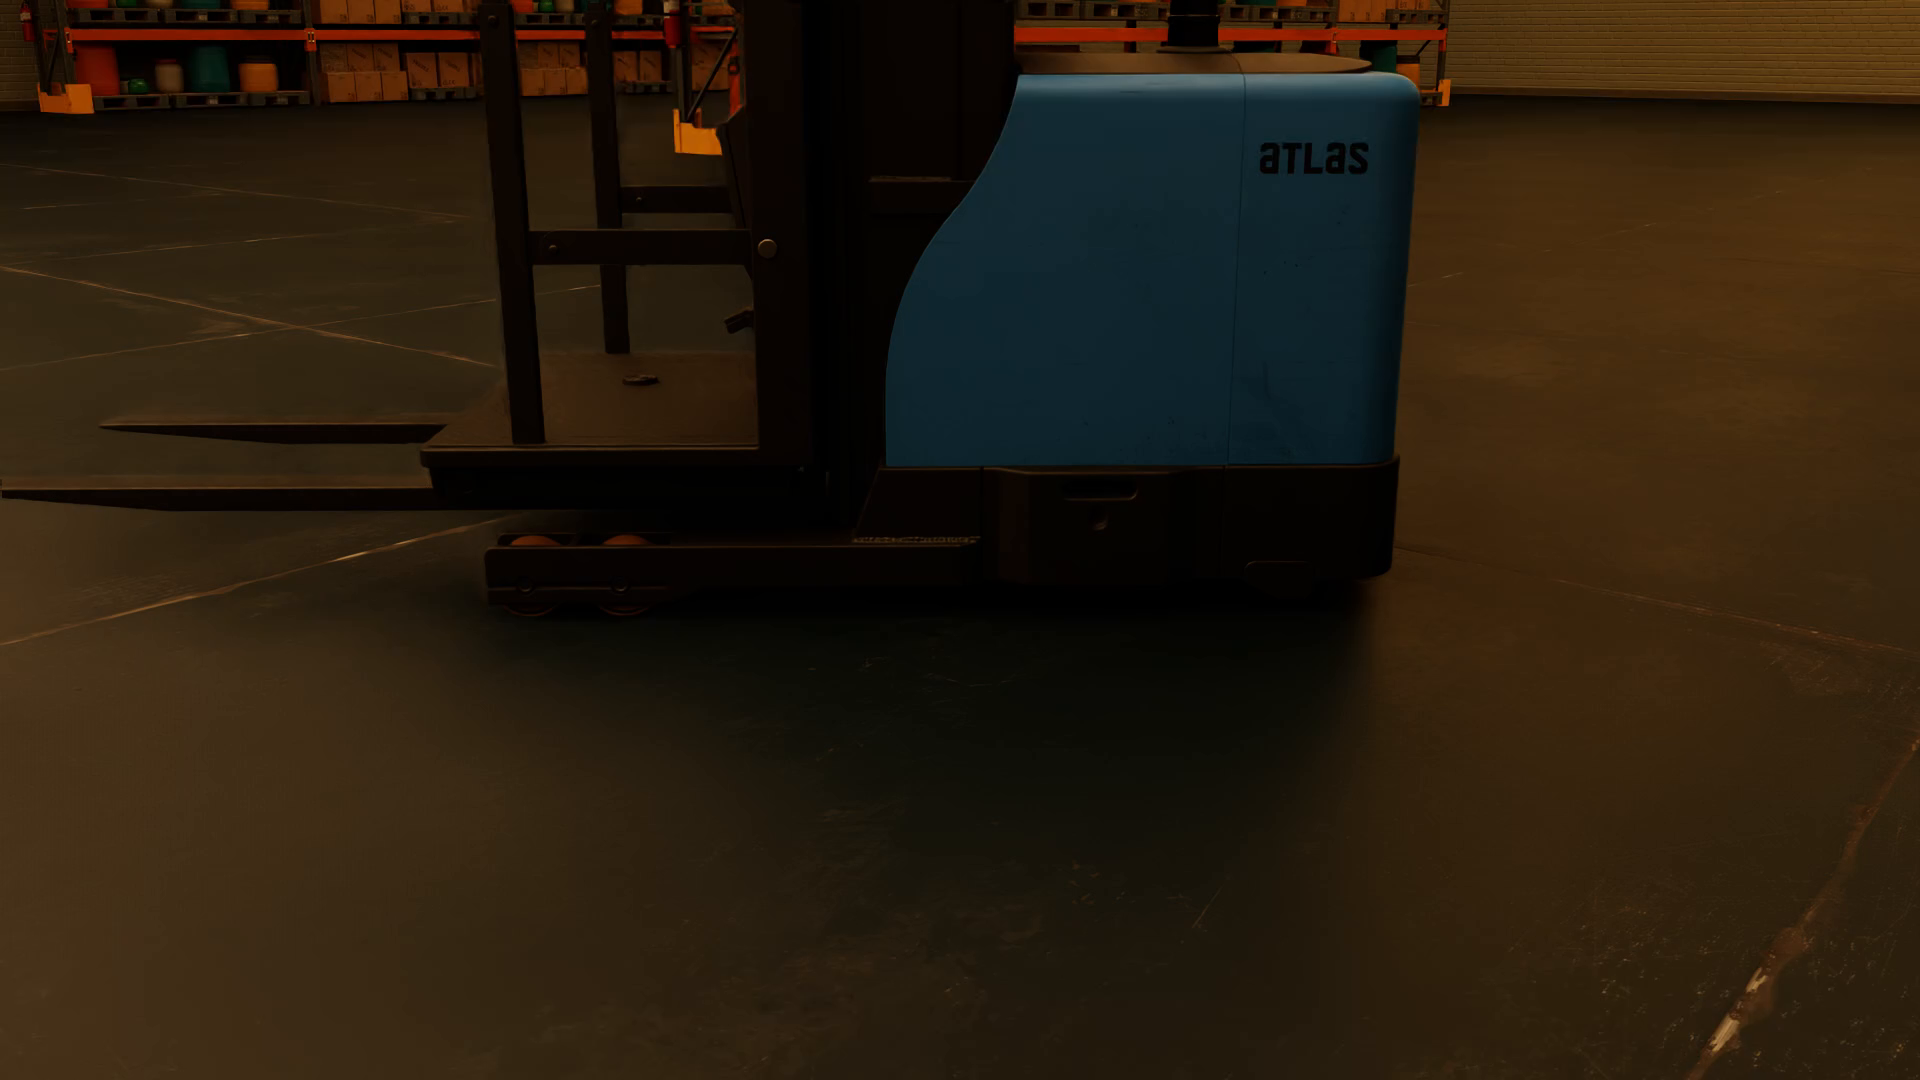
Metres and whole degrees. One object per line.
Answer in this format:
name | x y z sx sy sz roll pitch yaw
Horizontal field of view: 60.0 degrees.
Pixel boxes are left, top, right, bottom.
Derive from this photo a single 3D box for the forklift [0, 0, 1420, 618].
forklift | -0.611 -1.398 3.503 3.031 2.935 1.130 0 17 -1
